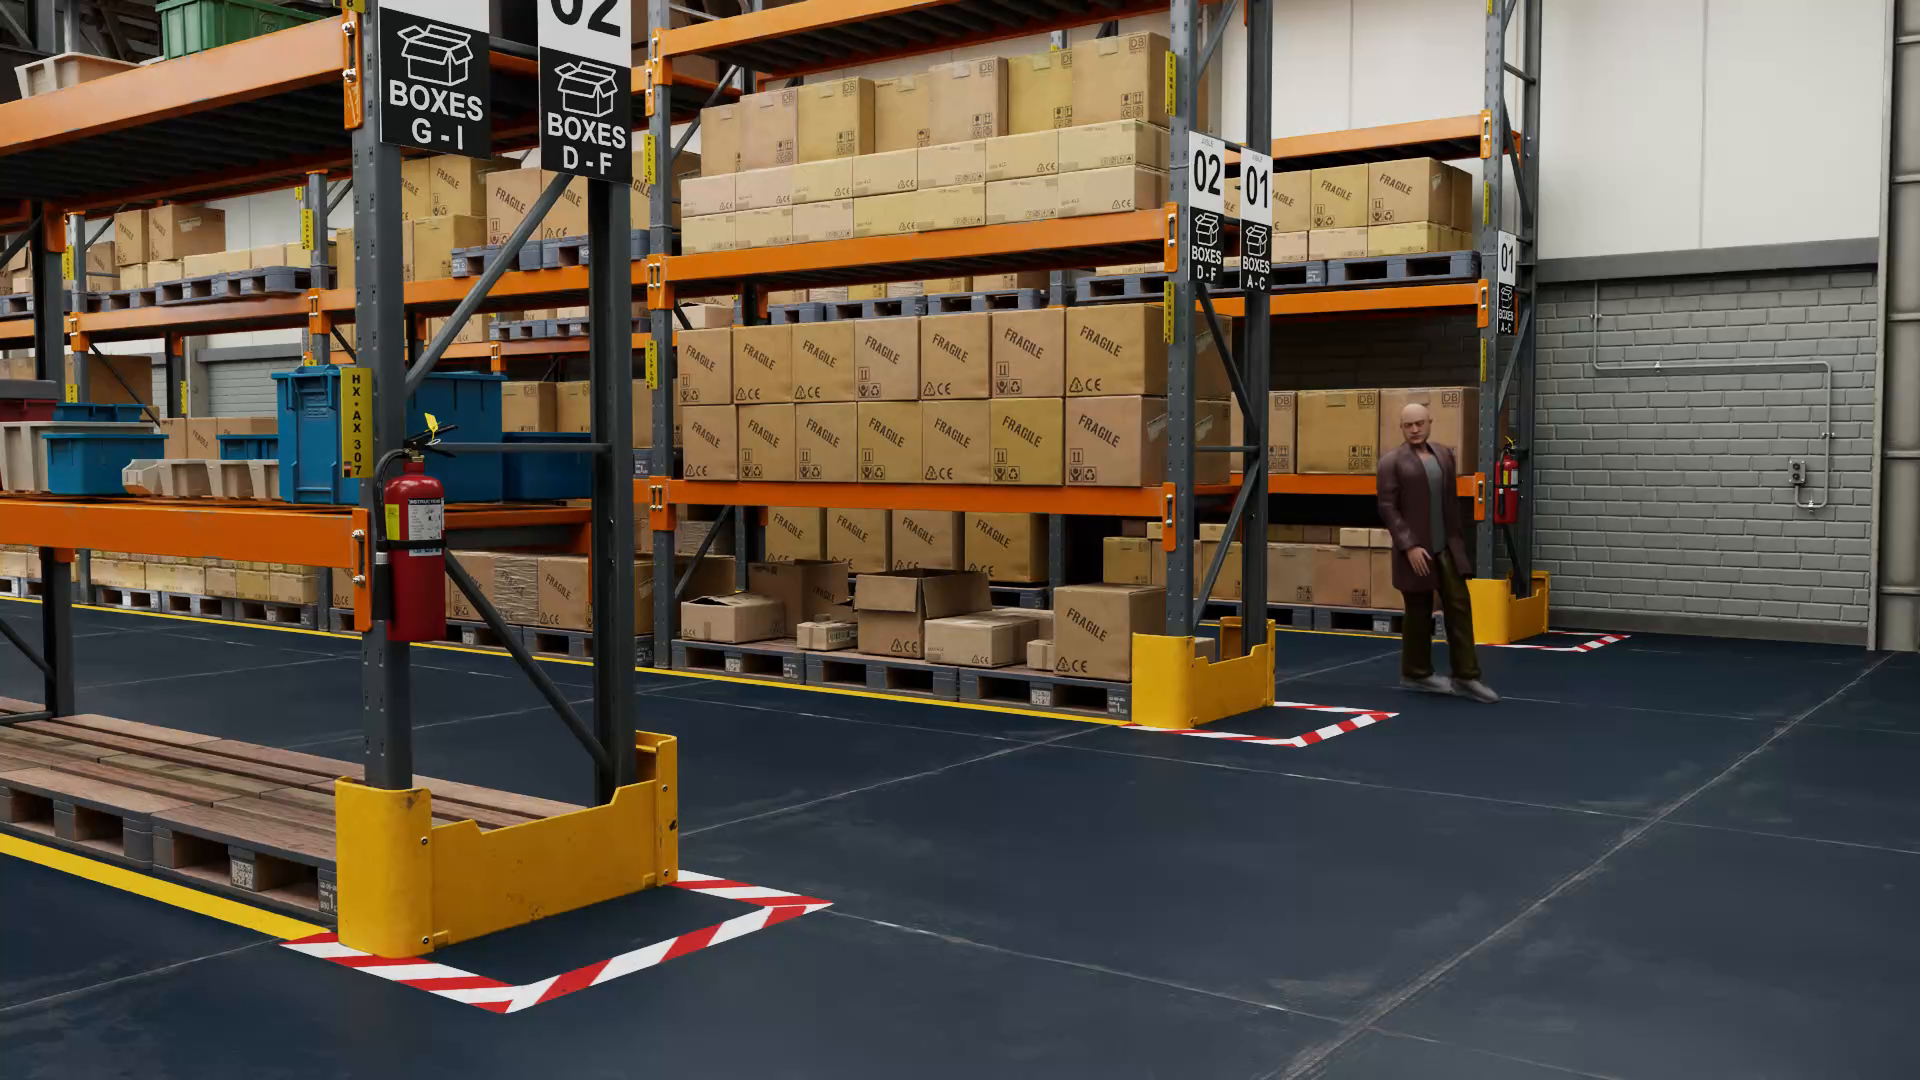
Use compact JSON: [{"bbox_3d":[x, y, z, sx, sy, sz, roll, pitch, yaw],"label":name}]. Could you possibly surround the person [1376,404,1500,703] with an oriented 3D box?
[{"bbox_3d":[2.840,0.067,10.008,0.652,1.771,0.716,-1,3,-19],"label":"person"}]
